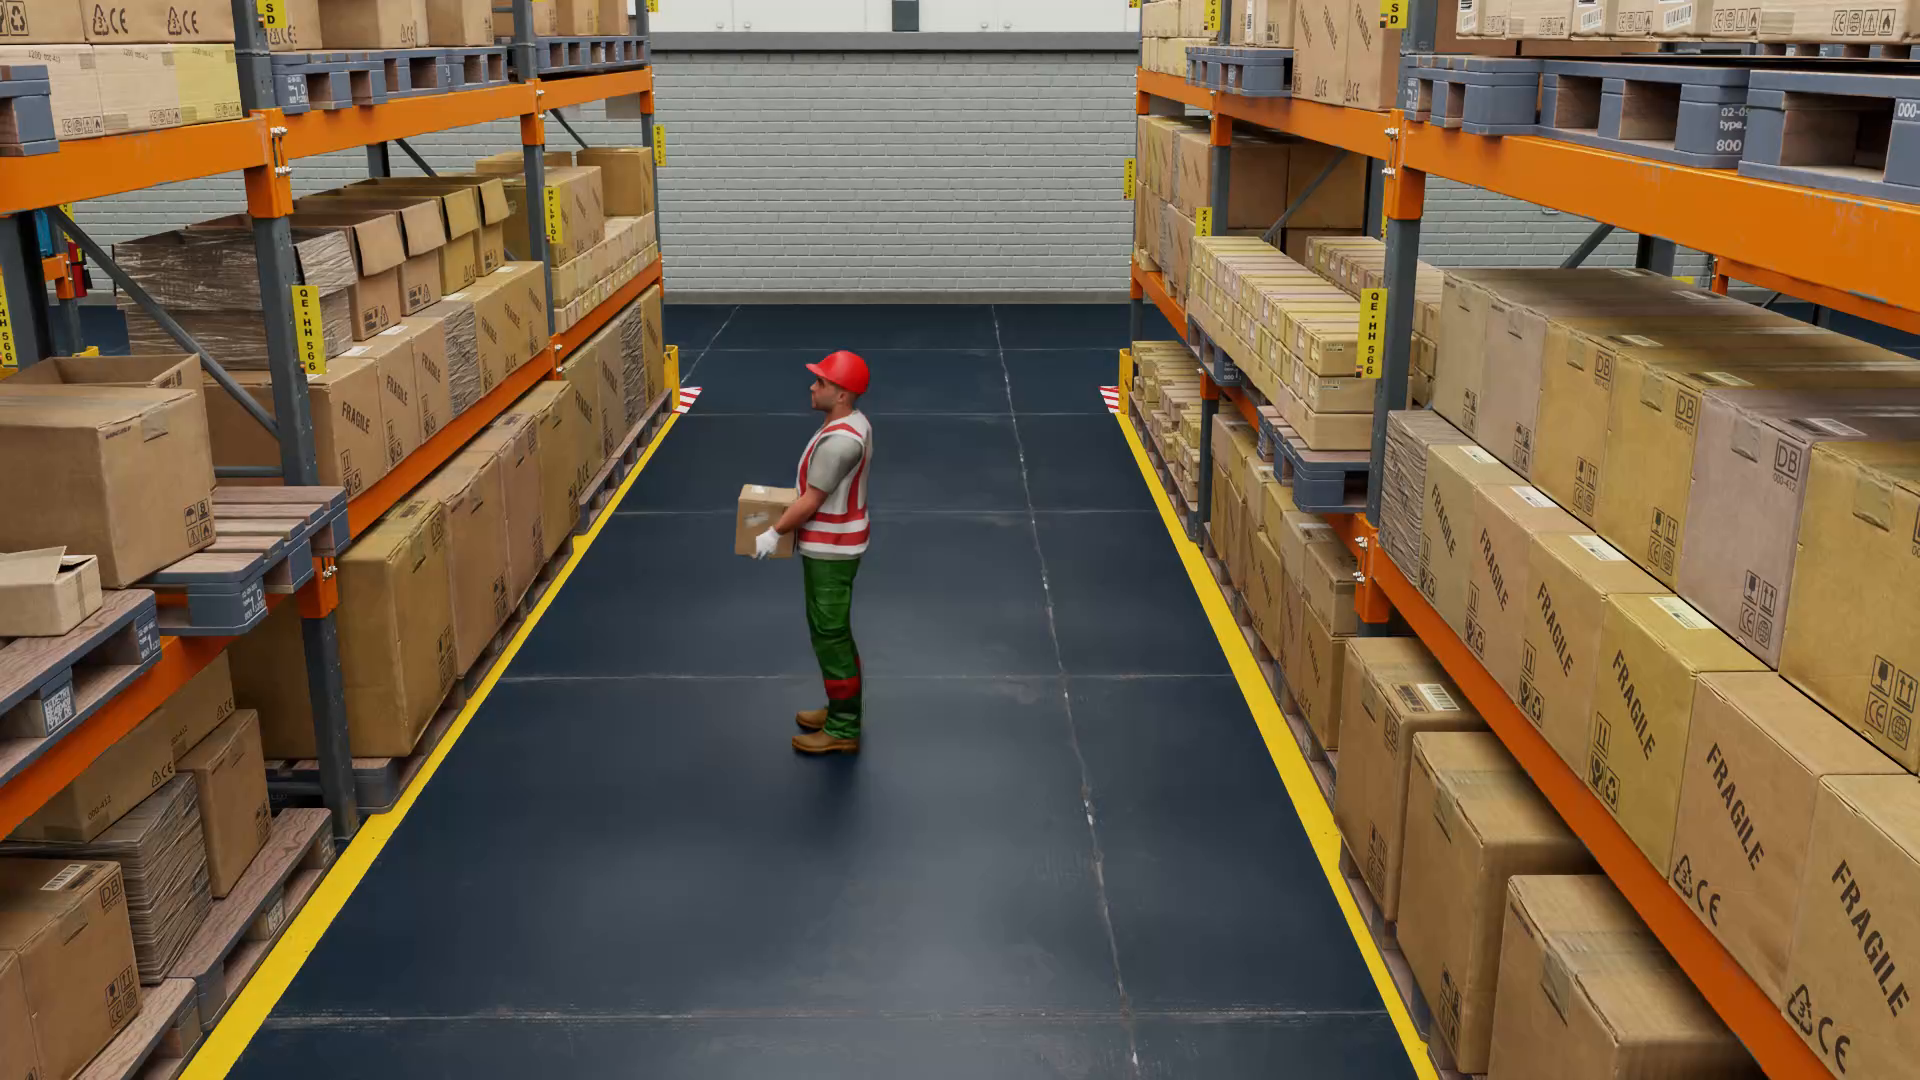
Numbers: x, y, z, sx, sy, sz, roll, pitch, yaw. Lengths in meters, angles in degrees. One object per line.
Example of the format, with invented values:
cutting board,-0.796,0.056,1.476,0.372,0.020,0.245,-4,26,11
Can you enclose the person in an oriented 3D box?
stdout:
person,-0.660,0.047,7.345,0.559,1.790,0.504,1,17,2
